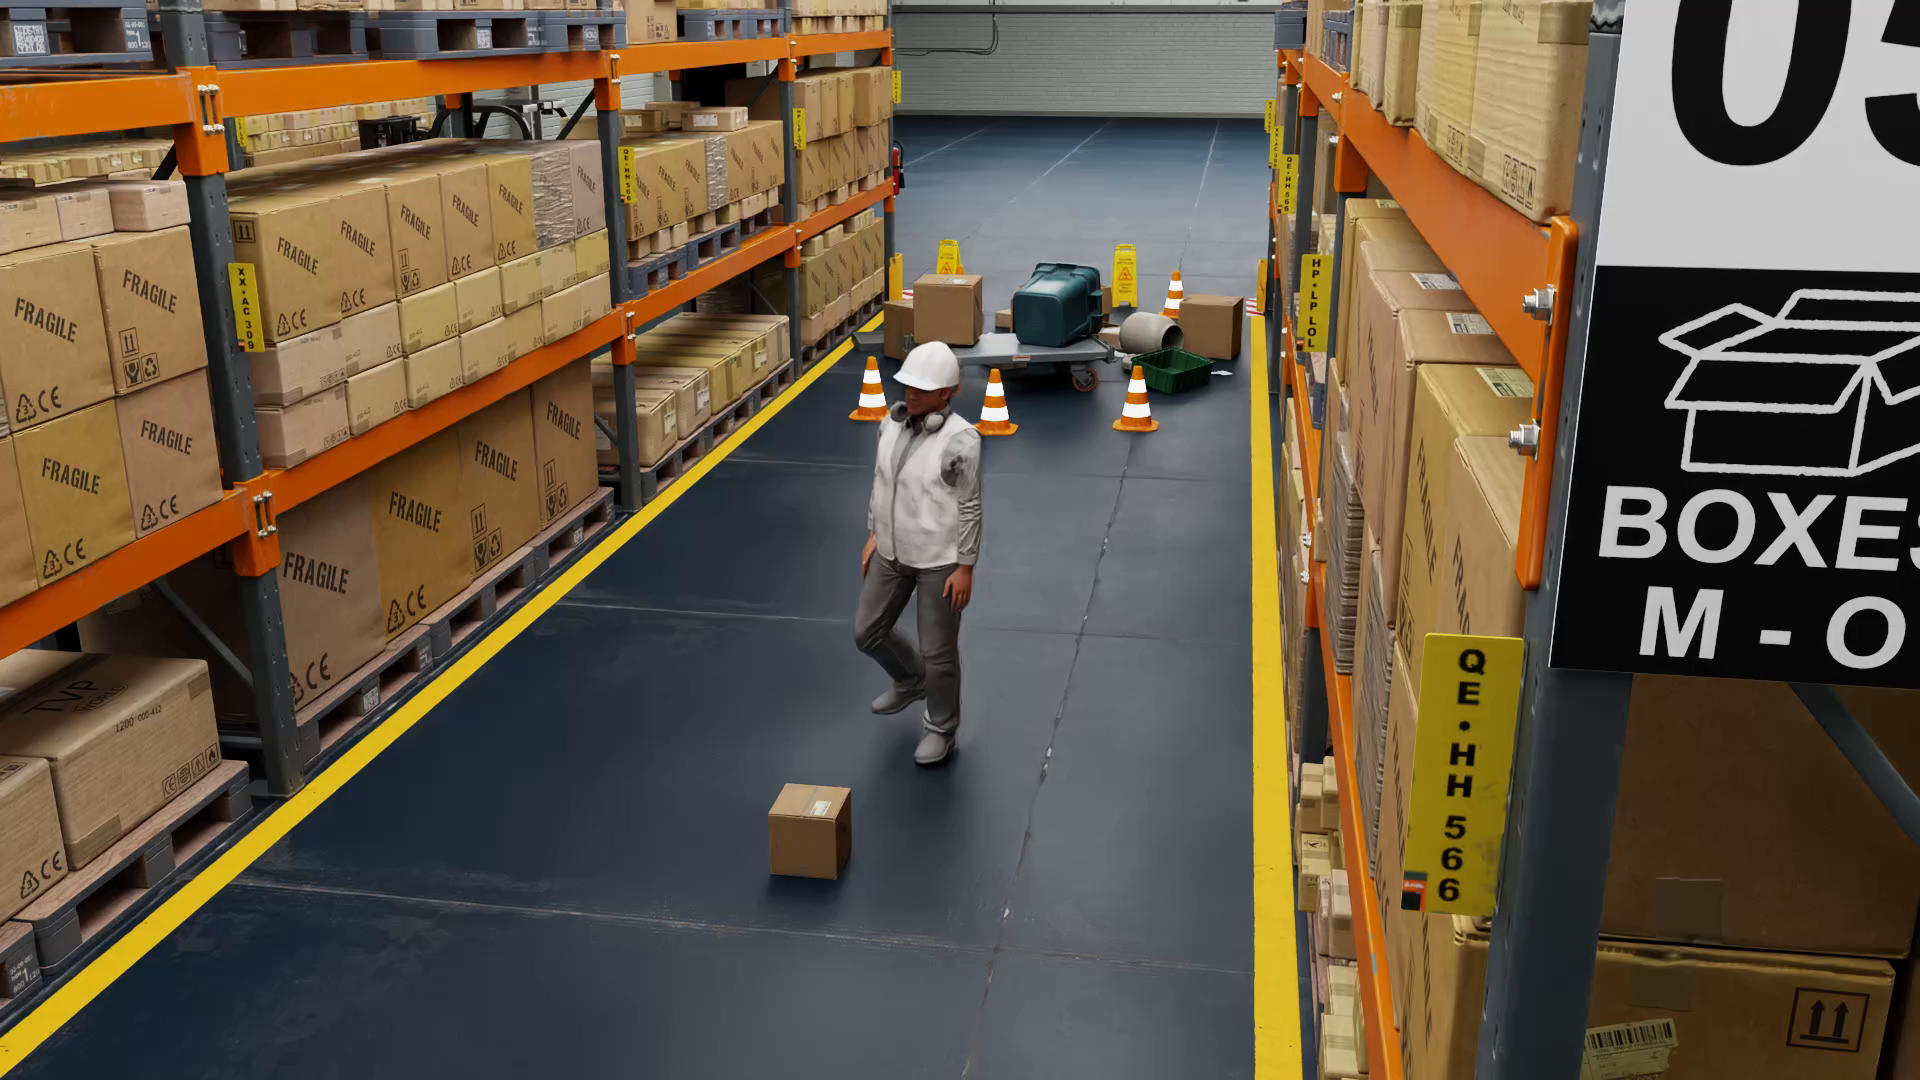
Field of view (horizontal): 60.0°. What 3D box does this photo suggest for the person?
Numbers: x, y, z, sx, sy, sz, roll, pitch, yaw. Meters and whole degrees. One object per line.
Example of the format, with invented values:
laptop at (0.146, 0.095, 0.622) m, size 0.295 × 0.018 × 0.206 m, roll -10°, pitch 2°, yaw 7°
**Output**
person at (-0.161, 0.032, 6.863) m, size 0.670 × 1.768 × 0.465 m, roll 15°, pitch 23°, yaw 39°
